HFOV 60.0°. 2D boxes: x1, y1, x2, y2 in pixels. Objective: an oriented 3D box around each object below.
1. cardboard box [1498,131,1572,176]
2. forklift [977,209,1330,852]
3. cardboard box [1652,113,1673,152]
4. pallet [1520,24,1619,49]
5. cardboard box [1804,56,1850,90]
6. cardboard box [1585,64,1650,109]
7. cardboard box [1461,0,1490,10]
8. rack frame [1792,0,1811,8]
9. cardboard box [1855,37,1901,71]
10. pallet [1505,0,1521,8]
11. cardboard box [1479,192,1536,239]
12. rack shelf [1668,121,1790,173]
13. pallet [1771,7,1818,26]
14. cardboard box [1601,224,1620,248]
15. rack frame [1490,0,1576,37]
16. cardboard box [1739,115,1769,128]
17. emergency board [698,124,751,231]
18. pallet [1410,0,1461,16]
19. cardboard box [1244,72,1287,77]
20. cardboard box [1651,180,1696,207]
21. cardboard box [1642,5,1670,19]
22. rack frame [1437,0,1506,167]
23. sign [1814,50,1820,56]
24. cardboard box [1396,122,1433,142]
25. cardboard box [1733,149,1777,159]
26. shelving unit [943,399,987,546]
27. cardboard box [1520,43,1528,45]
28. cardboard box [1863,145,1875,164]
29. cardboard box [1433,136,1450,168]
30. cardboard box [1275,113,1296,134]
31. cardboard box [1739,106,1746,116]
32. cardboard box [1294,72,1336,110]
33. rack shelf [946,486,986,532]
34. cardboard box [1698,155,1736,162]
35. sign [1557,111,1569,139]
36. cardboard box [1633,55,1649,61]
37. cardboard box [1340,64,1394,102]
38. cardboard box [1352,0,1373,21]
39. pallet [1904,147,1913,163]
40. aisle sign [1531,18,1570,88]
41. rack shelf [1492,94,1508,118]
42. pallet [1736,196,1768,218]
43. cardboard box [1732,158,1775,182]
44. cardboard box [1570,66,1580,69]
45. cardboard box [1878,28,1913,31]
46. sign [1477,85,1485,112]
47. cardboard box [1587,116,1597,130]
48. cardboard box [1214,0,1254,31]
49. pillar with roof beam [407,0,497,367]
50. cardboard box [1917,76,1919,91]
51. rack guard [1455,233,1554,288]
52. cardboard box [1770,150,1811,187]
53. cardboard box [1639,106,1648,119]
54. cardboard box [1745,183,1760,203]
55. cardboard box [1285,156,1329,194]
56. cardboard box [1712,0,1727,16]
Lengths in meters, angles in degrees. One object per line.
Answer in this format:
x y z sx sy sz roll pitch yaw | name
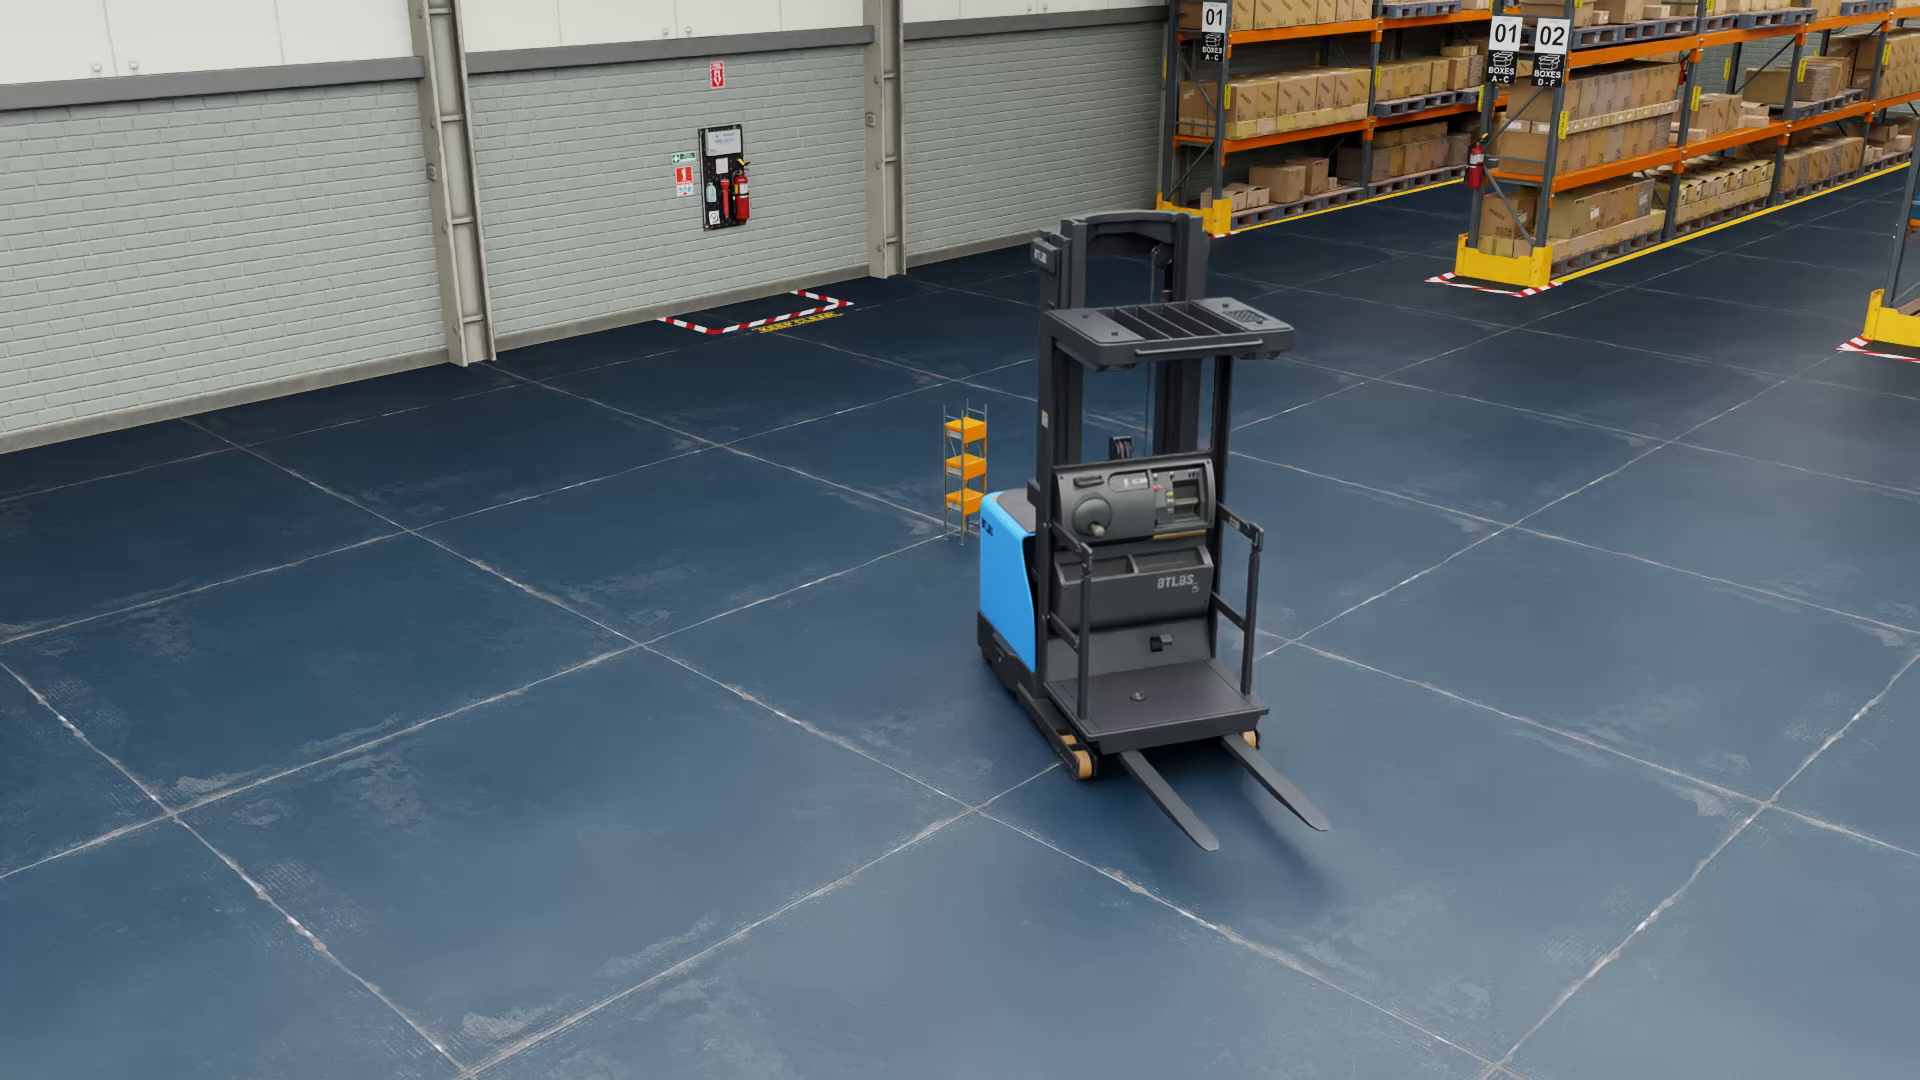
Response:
7.262 -4.901 21.007 0.700 0.500 0.500 19 28 41 | cardboard box
1.050 -0.209 9.033 1.130 2.935 3.031 -7 22 -17 | forklift
9.412 -5.697 23.077 0.700 0.500 0.500 18 28 39 | cardboard box
7.439 -6.272 20.654 1.003 0.211 1.213 19 28 41 | pallet
14.807 -8.000 28.482 0.700 0.500 0.500 9 23 23 | cardboard box
8.711 -6.044 22.171 0.700 0.500 0.500 19 28 41 | cardboard box
8.647 -9.148 28.111 0.500 0.311 0.500 19 28 41 | cardboard box
12.508 -9.595 24.995 1.000 3.000 0.127 19 28 41 | rack frame
15.828 -8.387 28.681 0.500 0.500 0.500 -19 28 -41 | cardboard box
9.367 -9.524 29.255 1.003 0.211 1.213 -19 28 -40 | pallet
7.088 -4.213 21.556 0.500 0.500 0.500 19 28 41 | cardboard box
11.113 -5.945 24.862 1.077 0.370 4.000 19 28 41 | rack shelf
12.098 -7.910 25.054 1.003 0.211 1.213 -19 28 -40 | pallet
8.508 -4.118 22.354 0.500 0.250 0.500 19 28 41 | cardboard box
6.927 -7.538 19.644 1.000 3.000 0.127 19 28 41 | rack frame
12.078 -6.377 25.334 0.380 0.149 0.250 19 28 41 | cardboard box
-2.693 -4.205 19.335 0.194 1.169 0.643 19 28 41 | emergency board
7.394 -8.717 27.154 1.213 0.211 1.003 19 28 41 | pallet
4.619 -6.831 25.302 0.500 0.500 0.500 -20 29 -41 | cardboard box
10.184 -4.984 23.827 0.500 0.311 0.500 19 28 41 | cardboard box
9.072 -6.932 21.817 0.380 0.149 0.250 19 28 41 | cardboard box
8.956 -8.033 29.294 1.000 3.000 0.127 19 28 41 | rack frame
14.904 -8.361 28.939 0.100 0.325 0.005 19 28 41 | sign
7.693 -6.959 28.326 0.500 0.250 0.500 19 28 40 | cardboard box
12.992 -6.132 27.219 0.500 0.500 0.500 -19 28 -40 | cardboard box
0.037 -0.504 12.422 0.215 1.050 0.252 19 28 41 | shelving unit
9.832 -8.769 29.580 0.500 0.250 0.500 19 28 40 | cardboard box
15.746 -6.827 29.289 0.500 0.311 0.500 19 28 41 | cardboard box
8.048 -6.770 28.879 0.700 0.500 0.500 19 28 41 | cardboard box
4.655 -6.229 24.780 0.500 0.250 0.500 19 28 40 | cardboard box
11.745 -6.571 25.615 0.500 0.311 0.500 19 28 40 | cardboard box
5.354 -6.839 25.323 0.500 0.500 0.500 18 28 39 | cardboard box
0.037 -0.234 12.526 0.215 0.259 0.240 19 28 41 | rack shelf
11.932 -5.908 26.229 0.500 0.311 0.500 -19 28 -40 | cardboard box
7.320 -5.039 20.186 0.100 0.325 0.005 19 28 41 | sign
13.150 -9.713 33.245 0.980 0.700 0.700 18 27 38 | cardboard box
6.545 -7.379 26.840 0.700 0.500 0.500 19 28 41 | cardboard box
5.989 -8.269 25.559 0.500 0.500 0.500 -19 28 -41 | cardboard box
17.480 -7.324 31.337 1.003 0.211 1.213 19 28 41 | pallet
7.101 -5.858 20.011 0.394 0.787 0.004 19 28 41 | aisle sign
10.351 -8.212 30.761 1.077 0.370 4.000 19 28 41 | rack shelf
11.906 -5.291 26.046 1.003 0.211 1.213 19 28 41 | pallet
12.319 -5.772 25.878 0.500 0.311 0.500 -19 28 -41 | cardboard box
11.256 -8.941 31.074 0.500 0.500 0.500 20 28 41 | cardboard box
17.231 -9.180 30.744 0.500 0.500 0.500 20 28 41 | cardboard box
6.548 -5.528 20.833 0.100 0.325 0.005 19 28 41 | sign
7.890 -5.331 21.220 0.380 0.149 0.250 19 28 40 | cardboard box
3.788 -7.456 23.445 0.500 0.500 0.500 -19 28 -41 | cardboard box
-2.043 -5.011 13.070 9.100 9.000 0.400 19 28 41 | pillar with roof beam
17.260 -8.453 30.247 0.500 0.500 0.500 20 28 41 | cardboard box
6.910 -3.565 21.153 1.175 0.500 0.348 19 28 41 | rack guard
13.391 -6.014 26.912 0.500 0.500 0.500 18 27 39 | cardboard box
8.970 -5.731 22.261 0.380 0.149 0.250 19 28 40 | cardboard box
11.958 -5.377 25.631 0.500 0.250 0.500 19 28 40 | cardboard box
5.470 -5.767 26.268 0.500 0.500 0.500 17 27 37 | cardboard box
10.535 -7.590 23.584 0.500 0.250 0.500 16 26 36 | cardboard box
